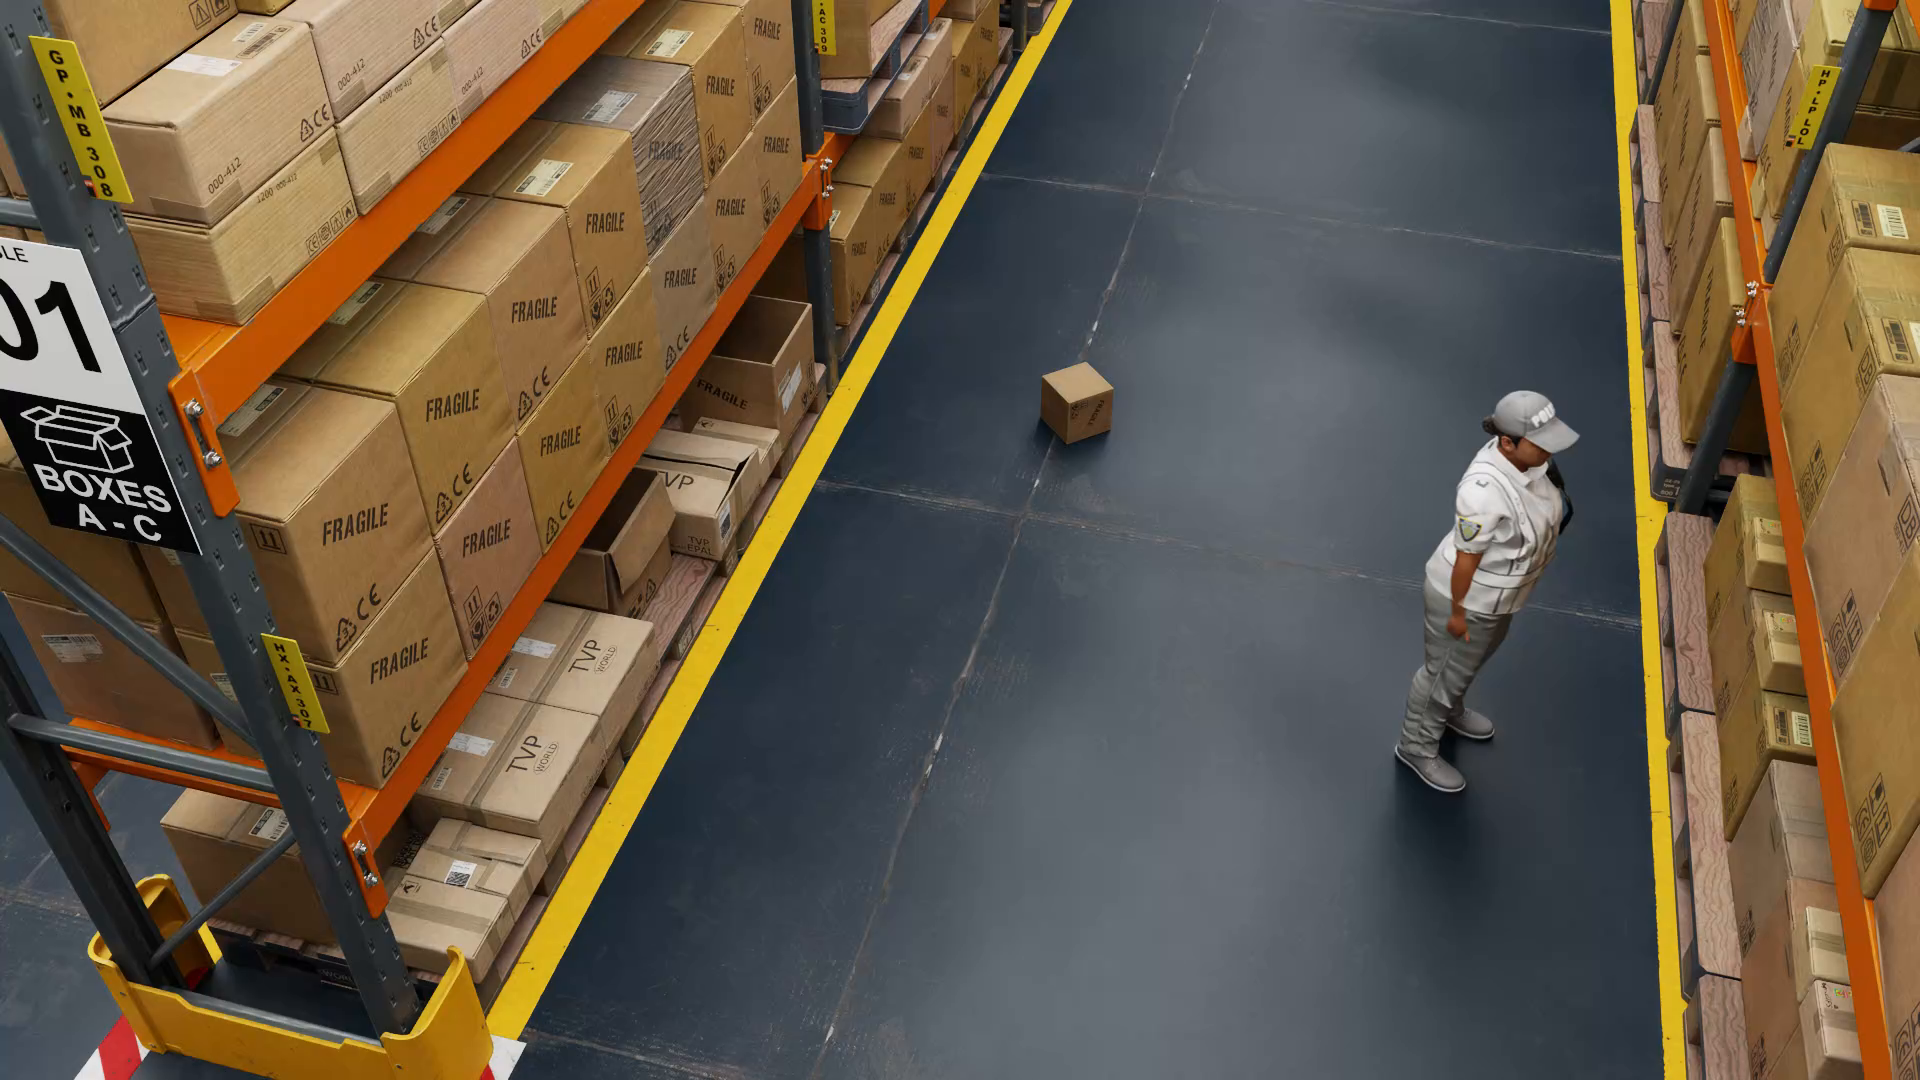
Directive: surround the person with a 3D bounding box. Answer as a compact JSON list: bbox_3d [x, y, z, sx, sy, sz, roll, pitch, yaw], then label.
[{"bbox_3d":[1.876,0.167,5.967,0.393,1.669,0.480,24,47,25],"label":"person"}]
